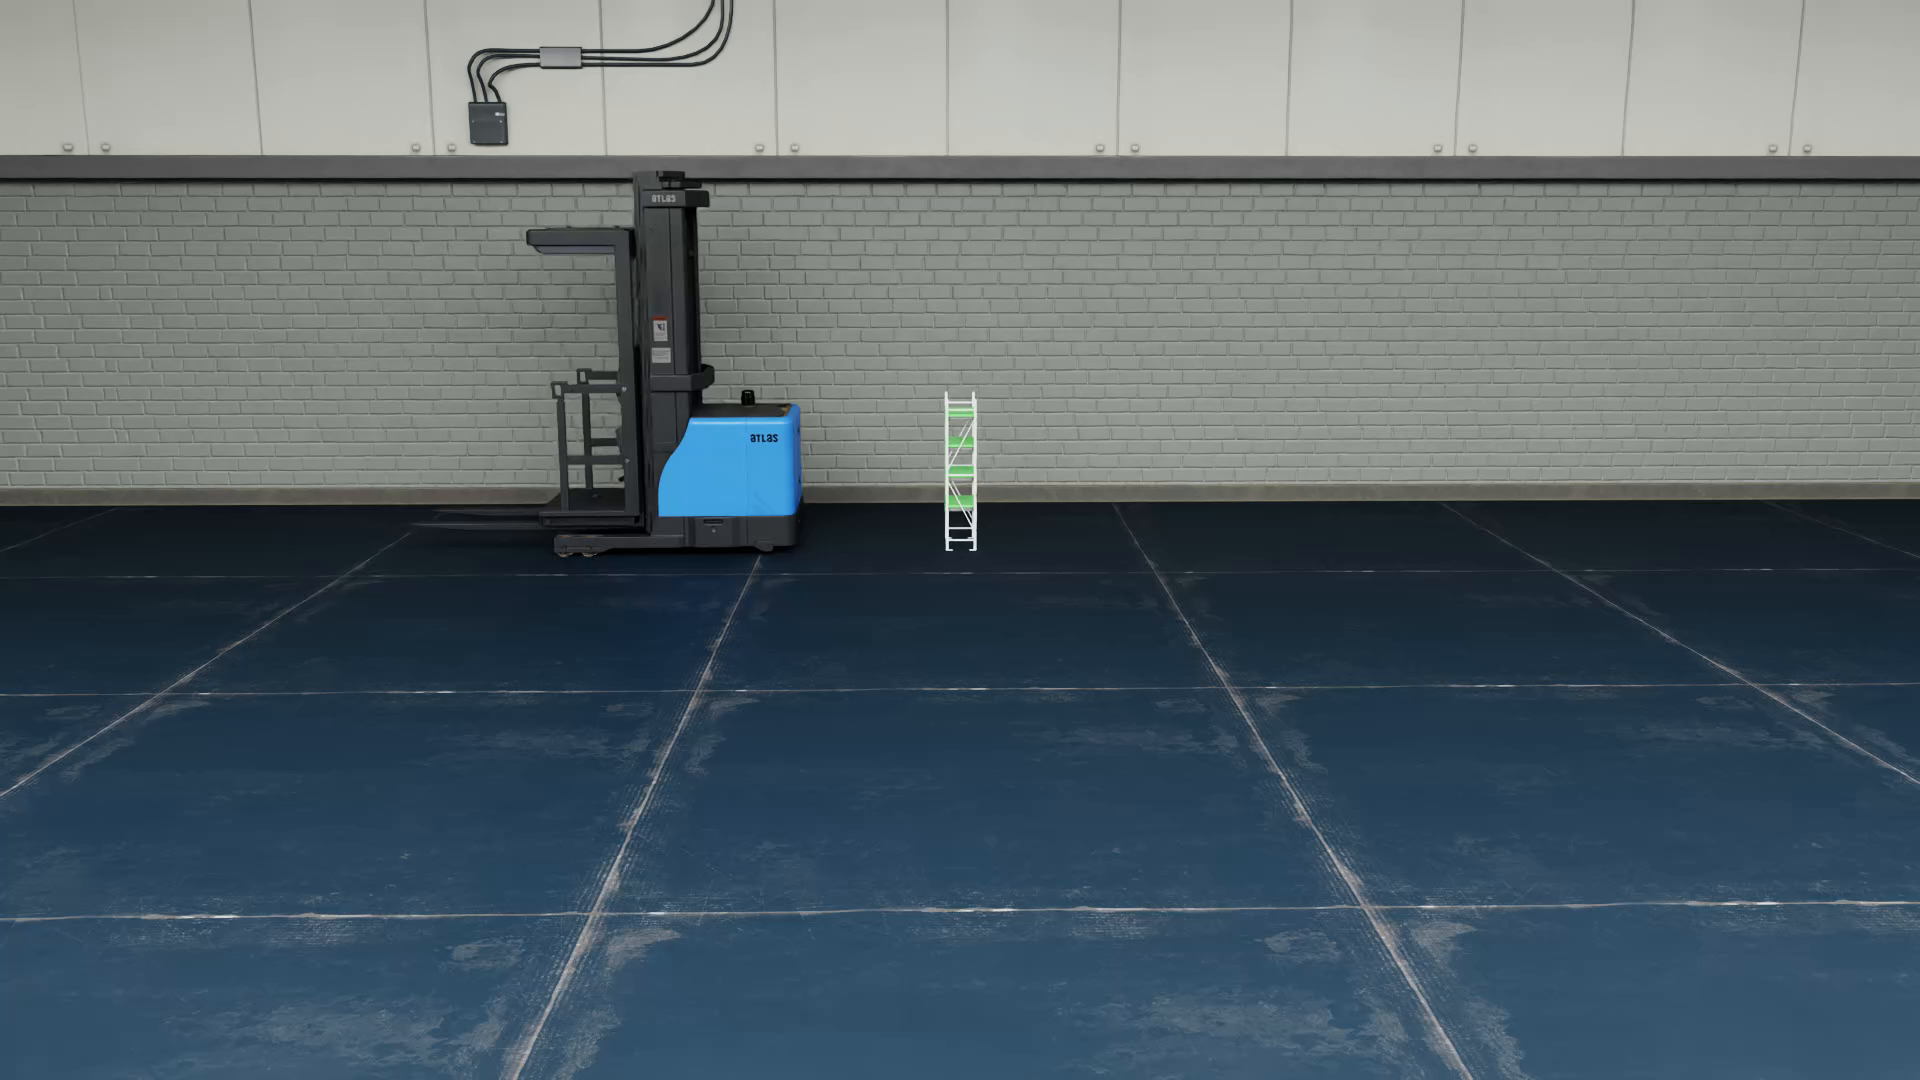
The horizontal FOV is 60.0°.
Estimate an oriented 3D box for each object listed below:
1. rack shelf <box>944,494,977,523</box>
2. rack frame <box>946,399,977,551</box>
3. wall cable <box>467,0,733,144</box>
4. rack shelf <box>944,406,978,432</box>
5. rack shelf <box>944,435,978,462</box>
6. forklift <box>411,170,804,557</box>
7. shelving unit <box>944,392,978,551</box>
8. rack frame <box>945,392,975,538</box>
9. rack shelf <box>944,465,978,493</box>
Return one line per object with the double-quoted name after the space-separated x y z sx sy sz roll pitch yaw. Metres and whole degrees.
0.003 -0.257 13.338 0.258 0.148 0.480 0 11 -1 "rack shelf"
0.008 -0.507 13.039 0.240 1.200 0.015 0 11 -1 "rack frame"
-3.105 -6.400 13.918 2.305 6.003 0.169 0 11 -1 "wall cable"
0.003 -0.963 13.195 0.258 0.148 0.480 0 11 -1 "rack shelf"
0.003 -0.728 13.243 0.258 0.148 0.480 0 11 -1 "rack shelf"
-2.804 -1.413 13.152 3.031 2.935 1.130 0 11 -2 "forklift"
0.003 -0.555 13.278 0.258 1.200 0.503 0 11 -1 "shelving unit"
-0.002 -0.604 13.517 0.240 1.200 0.015 0 11 -1 "rack frame"
0.003 -0.492 13.290 0.258 0.148 0.480 0 11 -1 "rack shelf"
